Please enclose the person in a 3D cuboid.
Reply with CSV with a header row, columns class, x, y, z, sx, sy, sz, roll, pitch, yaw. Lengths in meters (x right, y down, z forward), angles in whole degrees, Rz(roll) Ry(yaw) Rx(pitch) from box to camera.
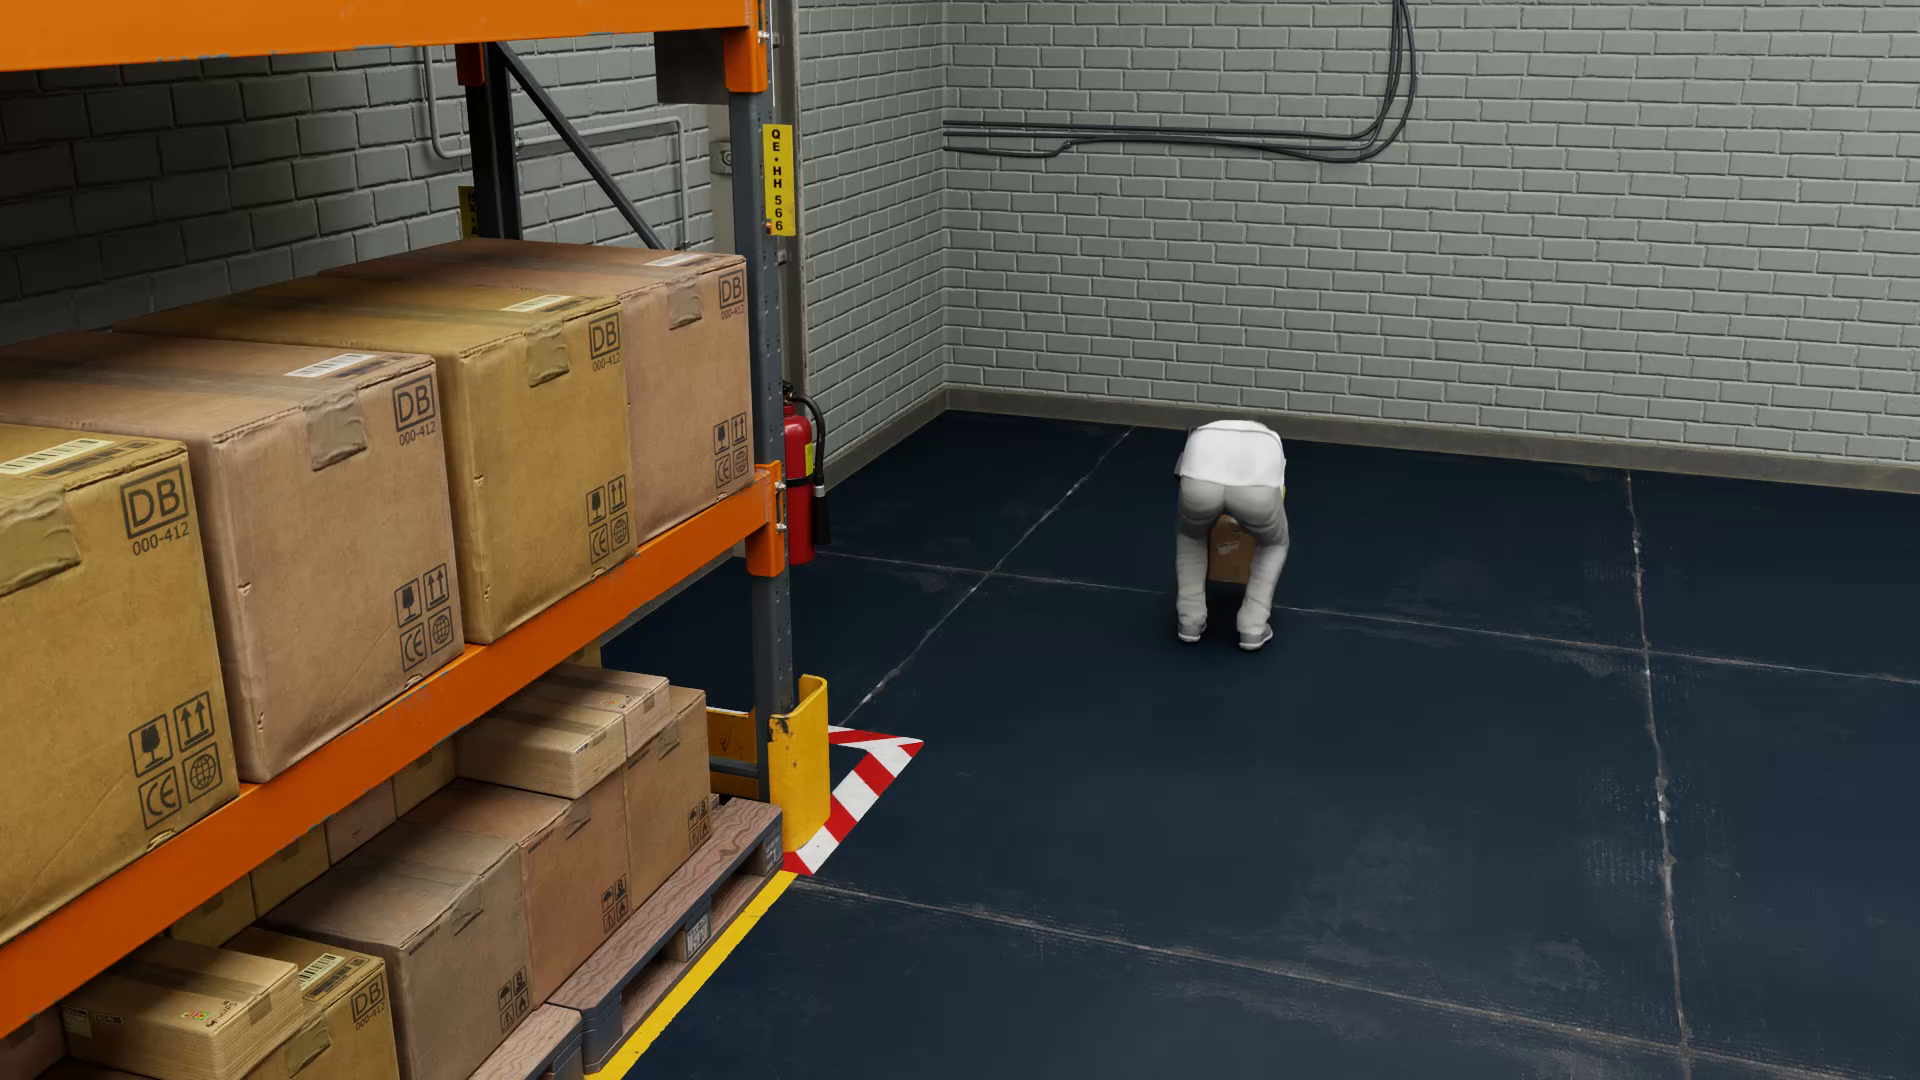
class,x,y,z,sx,sy,sz,roll,pitch,yaw
person,1.216,-0.087,7.366,0.503,0.990,0.945,5,20,16
